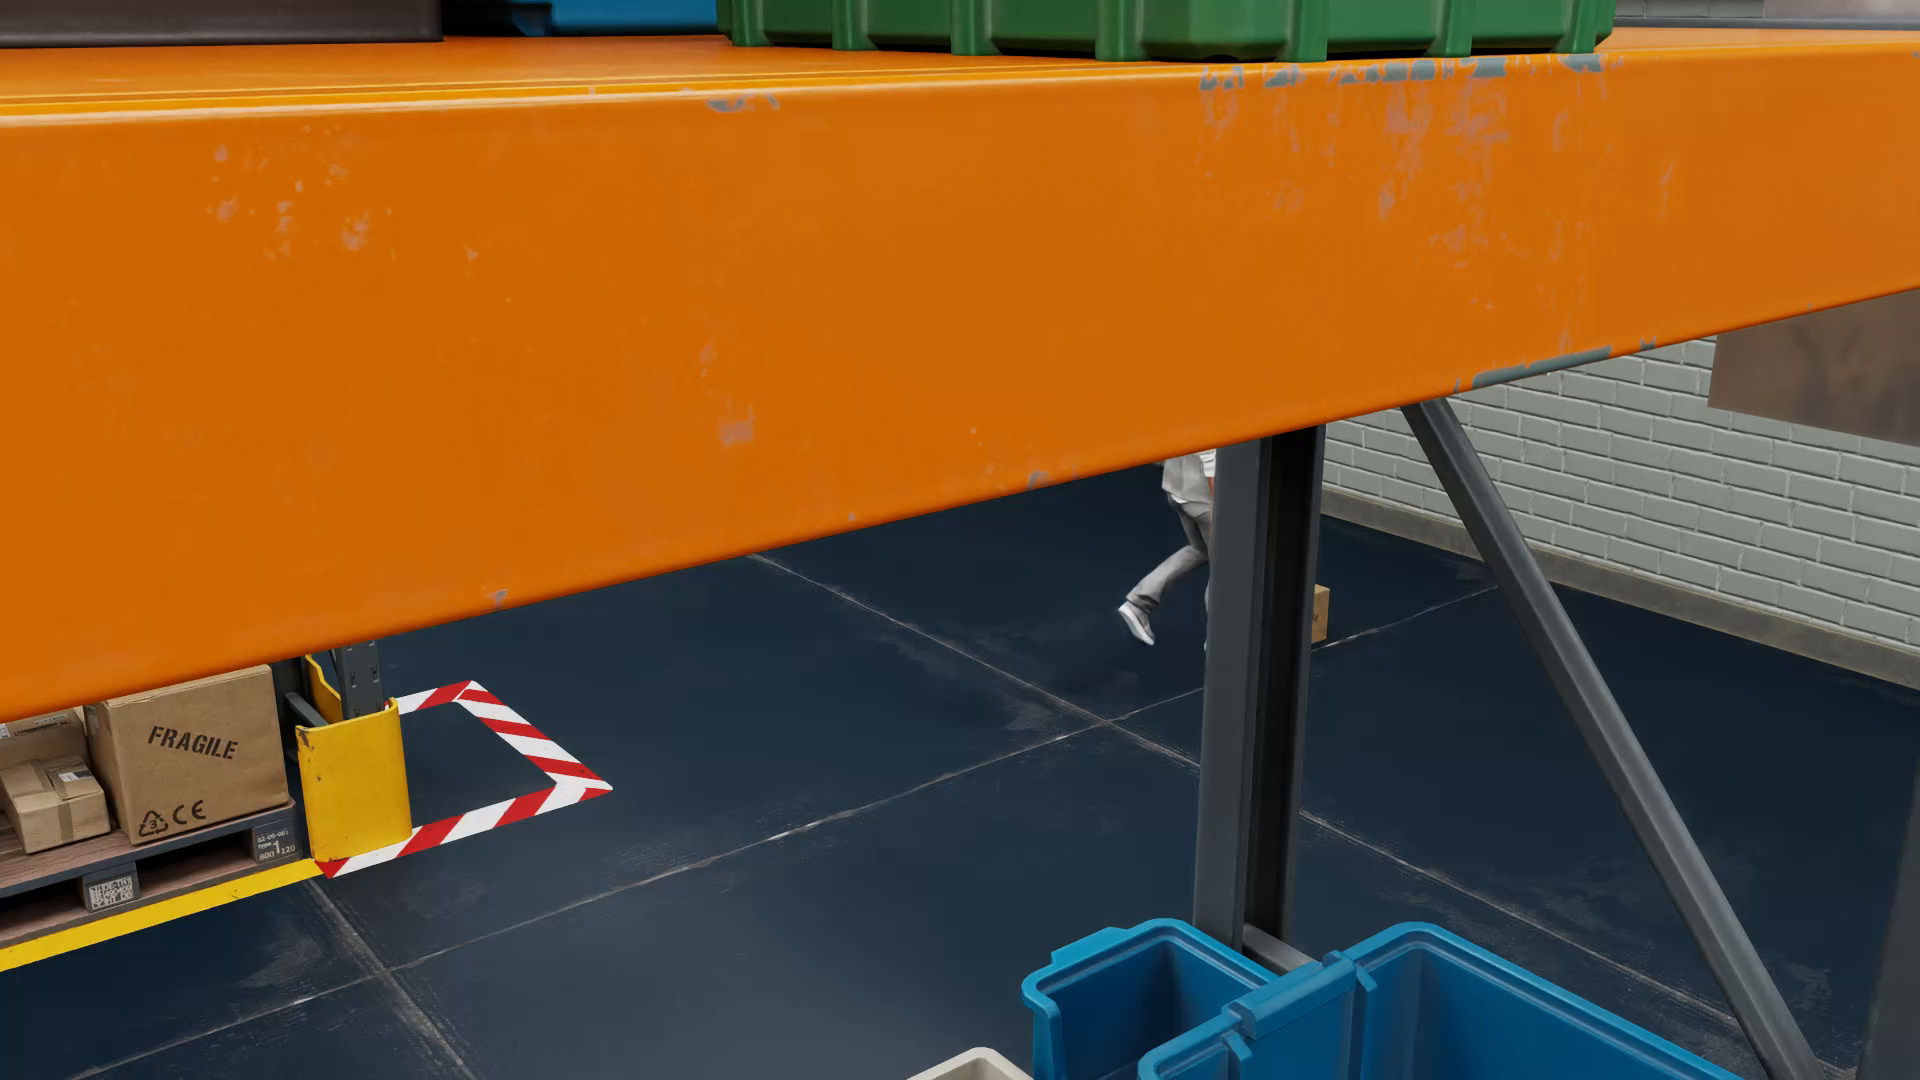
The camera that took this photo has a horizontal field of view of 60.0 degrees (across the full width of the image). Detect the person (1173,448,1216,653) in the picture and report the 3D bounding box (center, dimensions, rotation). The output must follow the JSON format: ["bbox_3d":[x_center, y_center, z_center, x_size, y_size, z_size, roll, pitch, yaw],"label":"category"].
[{"bbox_3d":[1.157,-0.223,7.213,0.298,1.613,0.474,-11,21,-31],"label":"person"}]
